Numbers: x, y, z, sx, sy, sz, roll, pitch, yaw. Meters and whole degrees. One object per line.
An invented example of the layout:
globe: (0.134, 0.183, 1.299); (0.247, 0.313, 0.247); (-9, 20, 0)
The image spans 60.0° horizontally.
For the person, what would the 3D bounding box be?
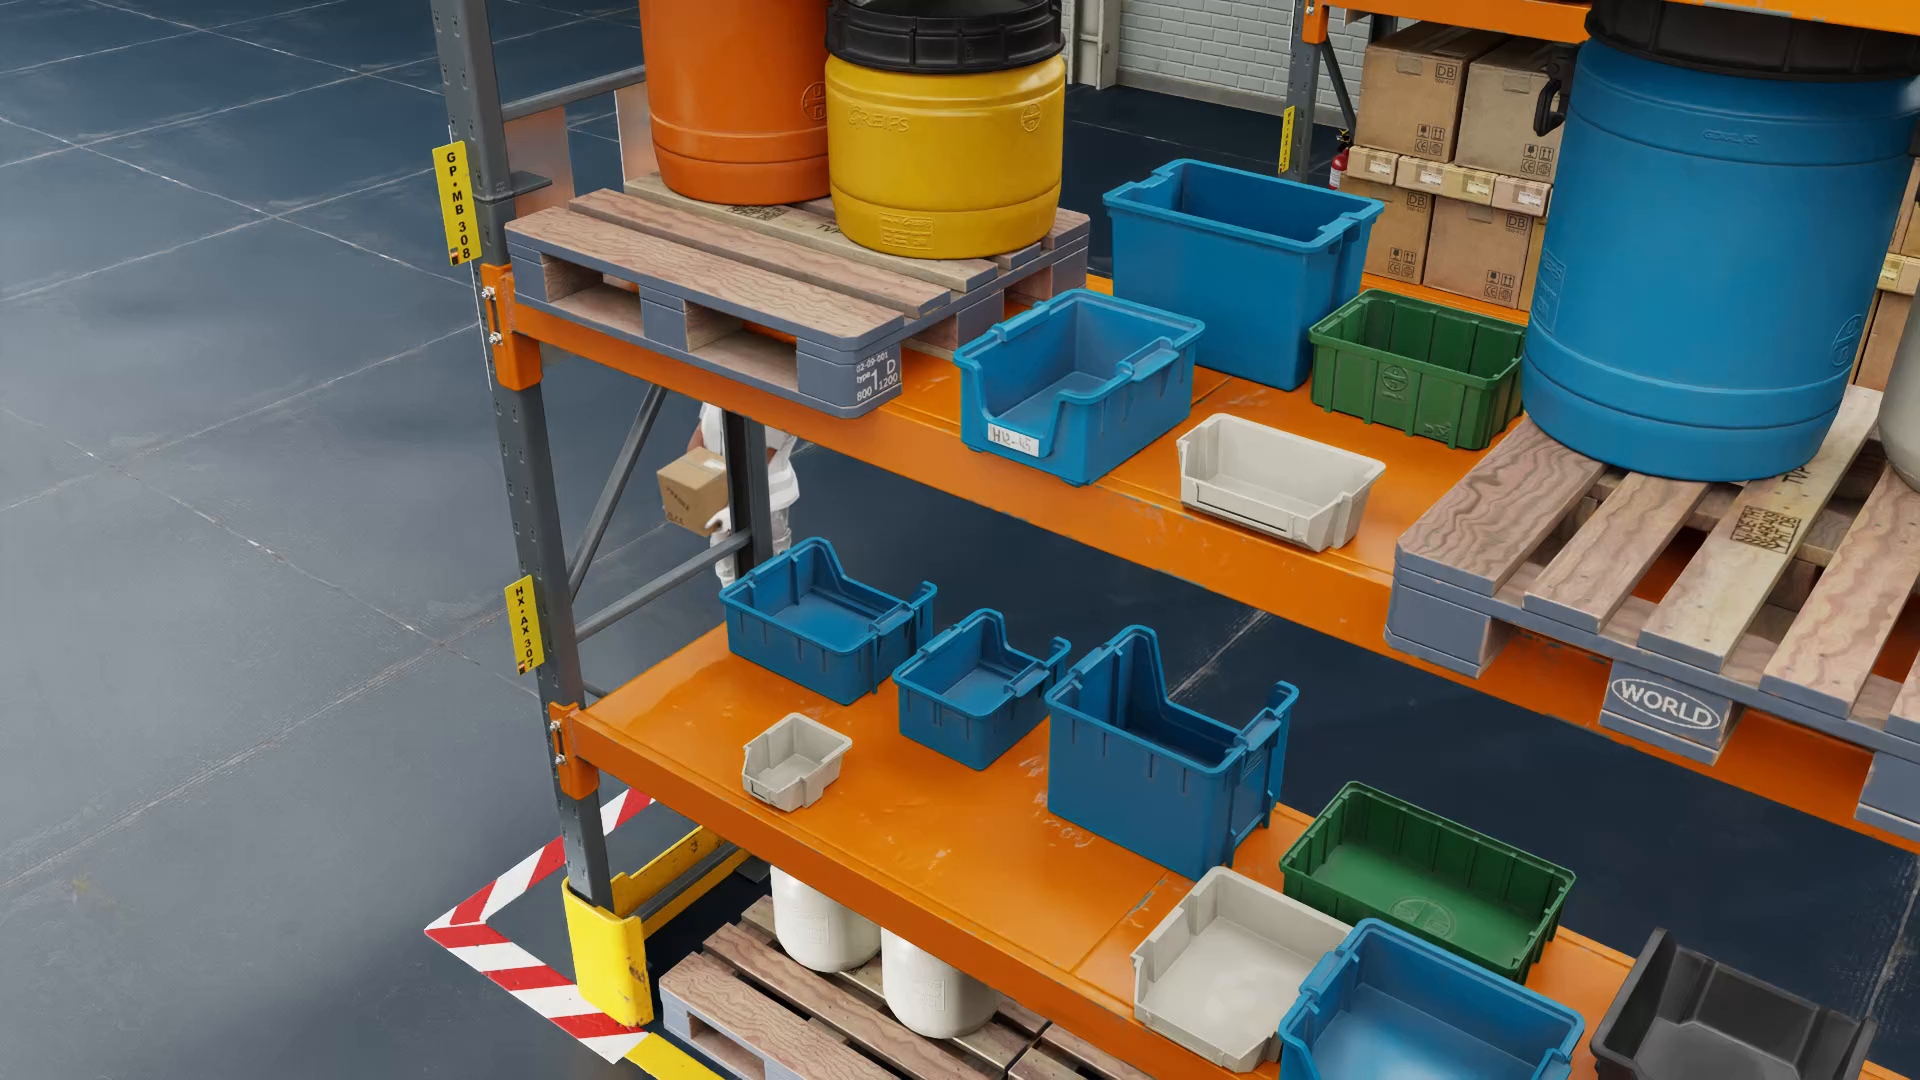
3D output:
person: (-0.984, -0.137, 7.349); (0.487, 1.778, 0.584); (23, 38, 33)
